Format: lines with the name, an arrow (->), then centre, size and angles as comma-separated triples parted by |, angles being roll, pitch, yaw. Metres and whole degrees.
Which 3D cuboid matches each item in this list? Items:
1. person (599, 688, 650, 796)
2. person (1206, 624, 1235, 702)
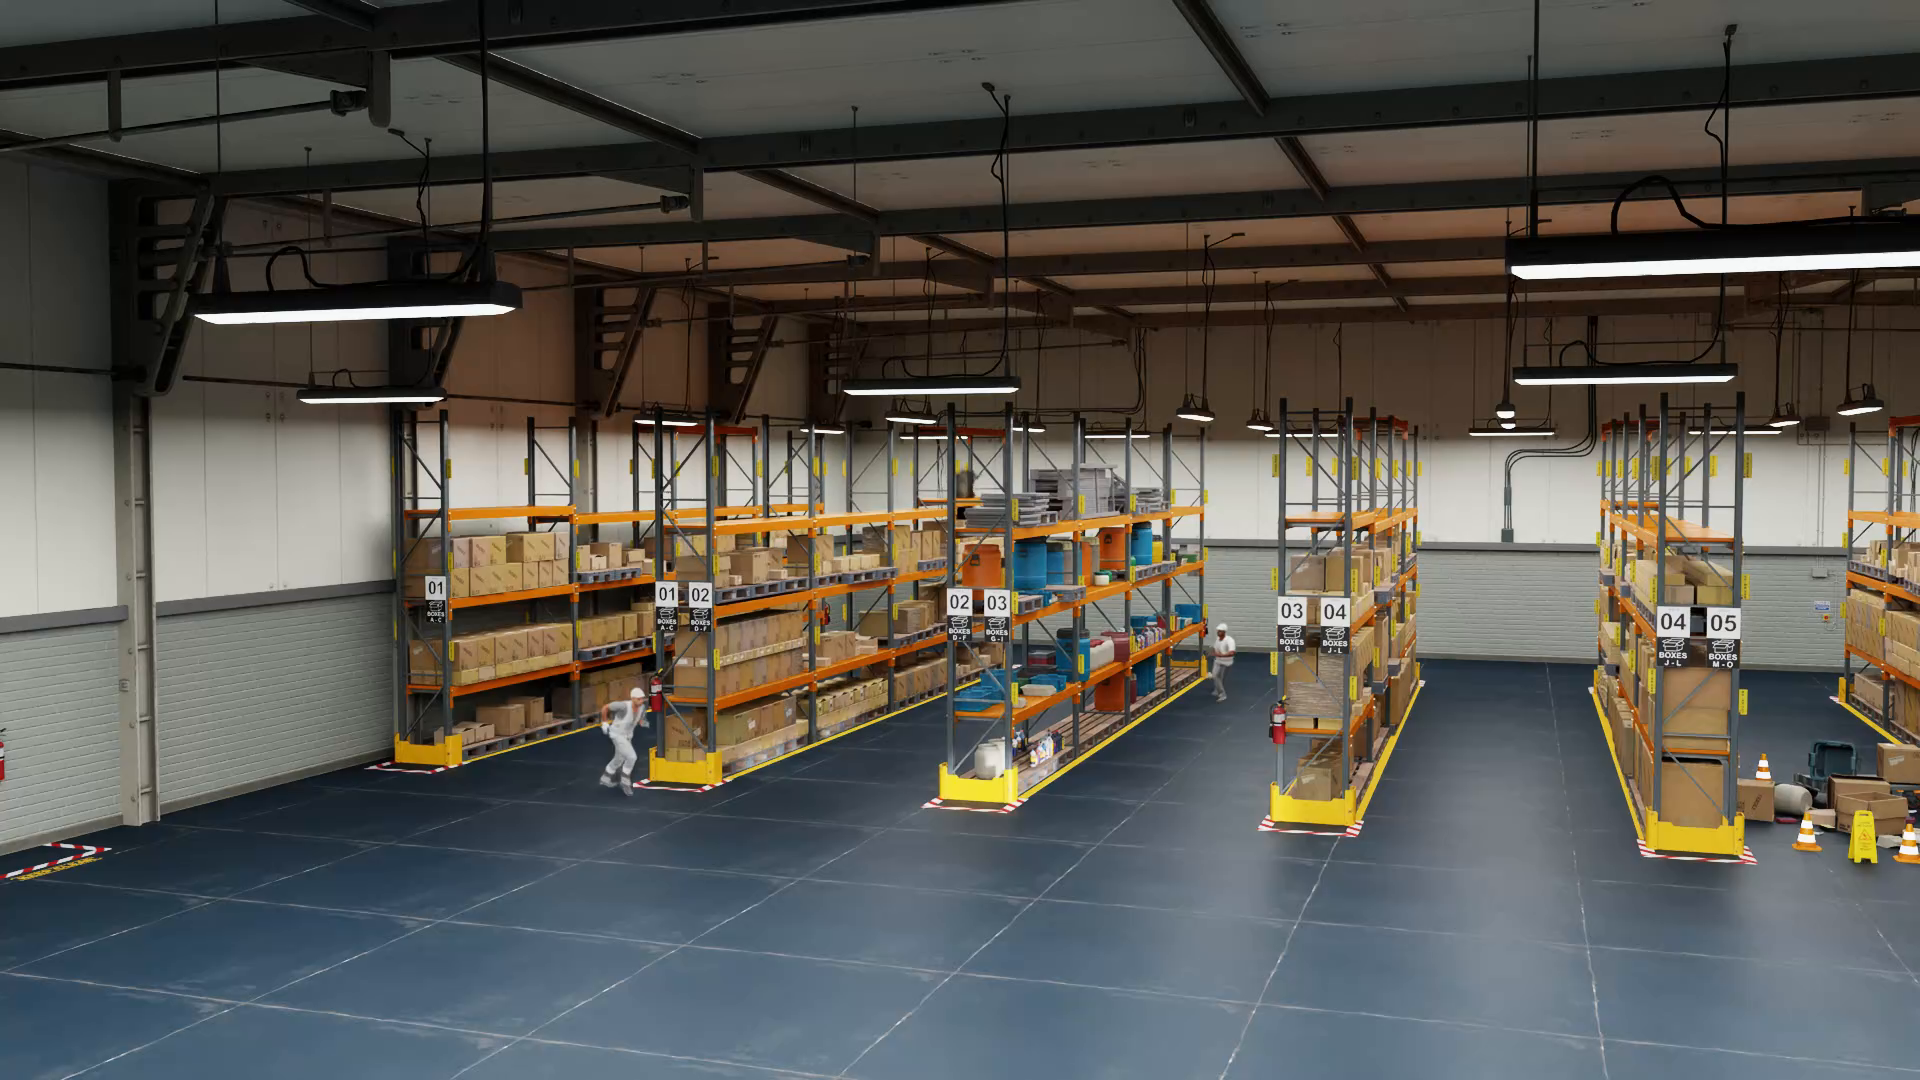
person -> -5.211, 3.095, 25.564 | 1.000, 1.694, 0.706 | 2, 3, 34
person -> 5.653, 2.640, 35.862 | 0.813, 1.705, 0.688 | 2, 3, 40
